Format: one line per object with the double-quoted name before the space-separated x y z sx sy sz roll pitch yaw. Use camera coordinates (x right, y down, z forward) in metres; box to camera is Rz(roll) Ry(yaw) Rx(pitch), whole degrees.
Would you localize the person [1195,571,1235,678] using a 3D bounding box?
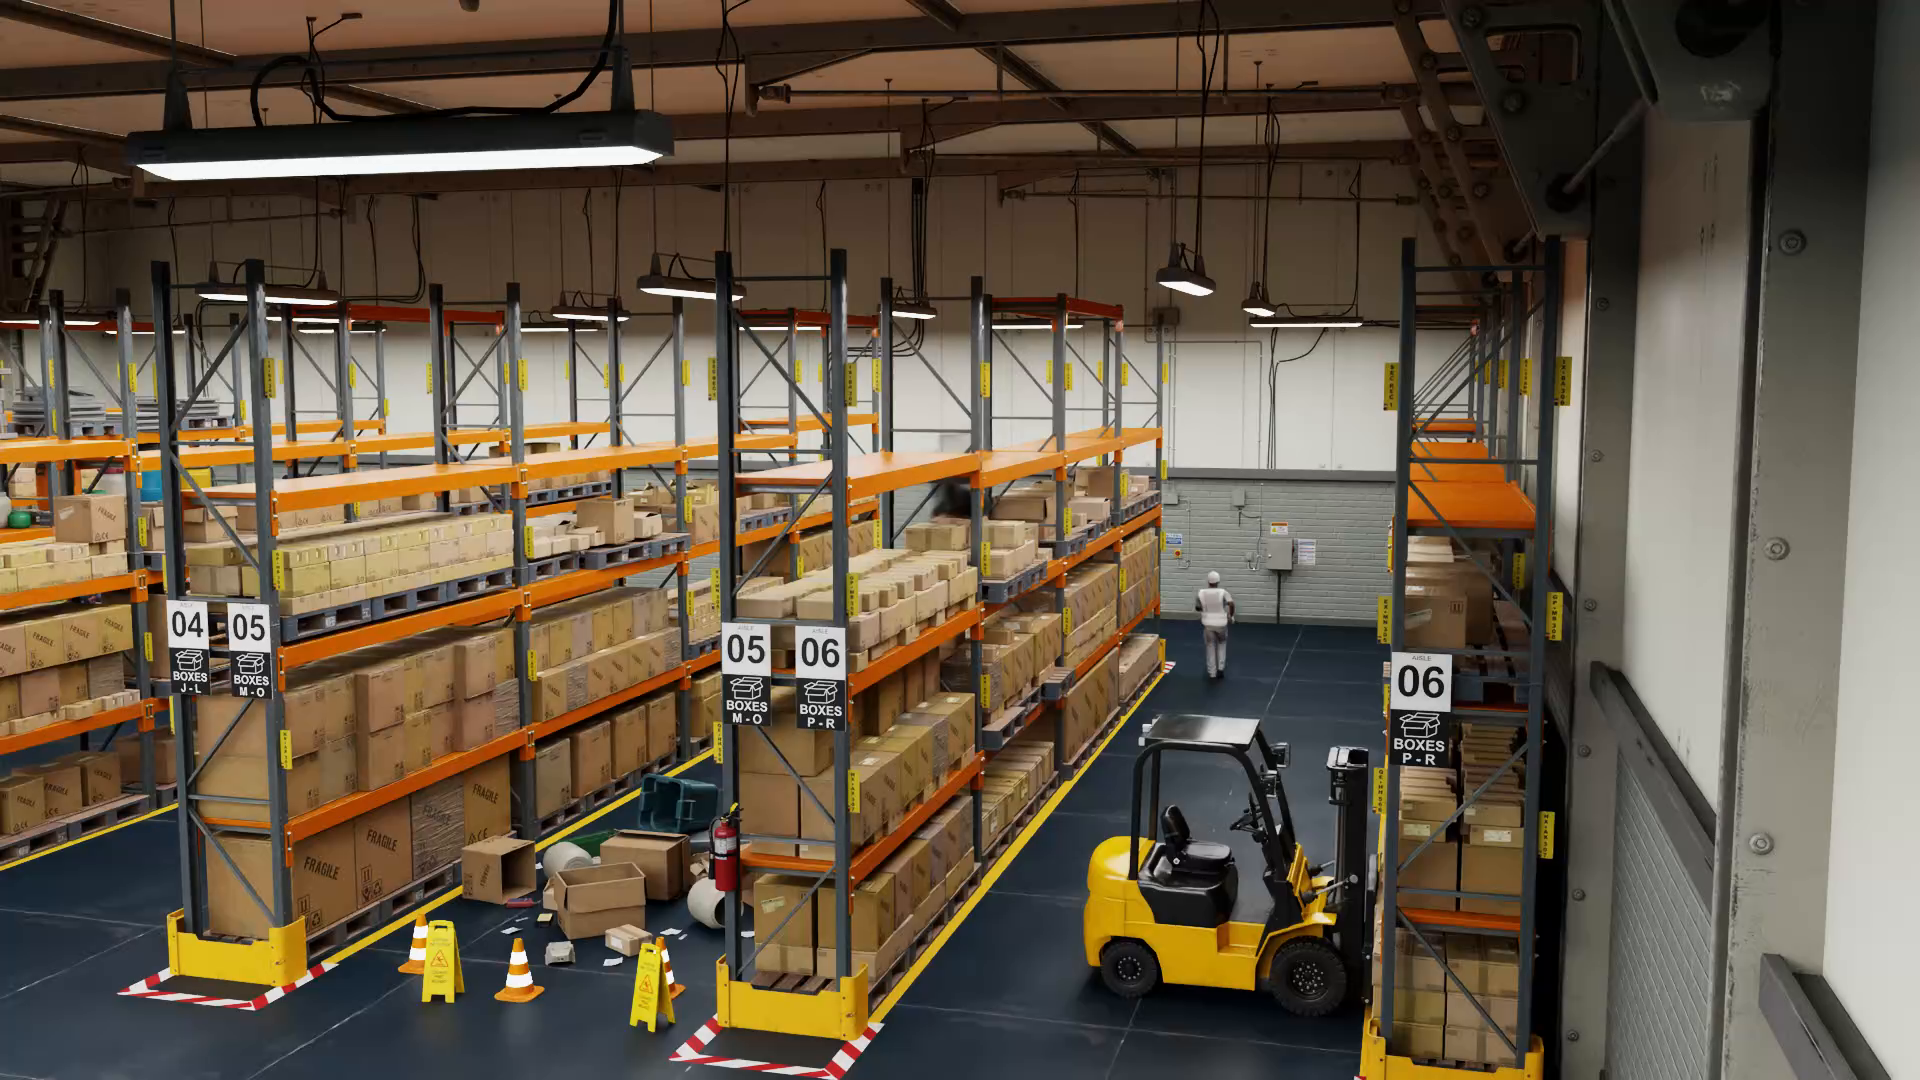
"person" 4.182 1.400 27.298 0.649 1.801 0.664 1 6 10
